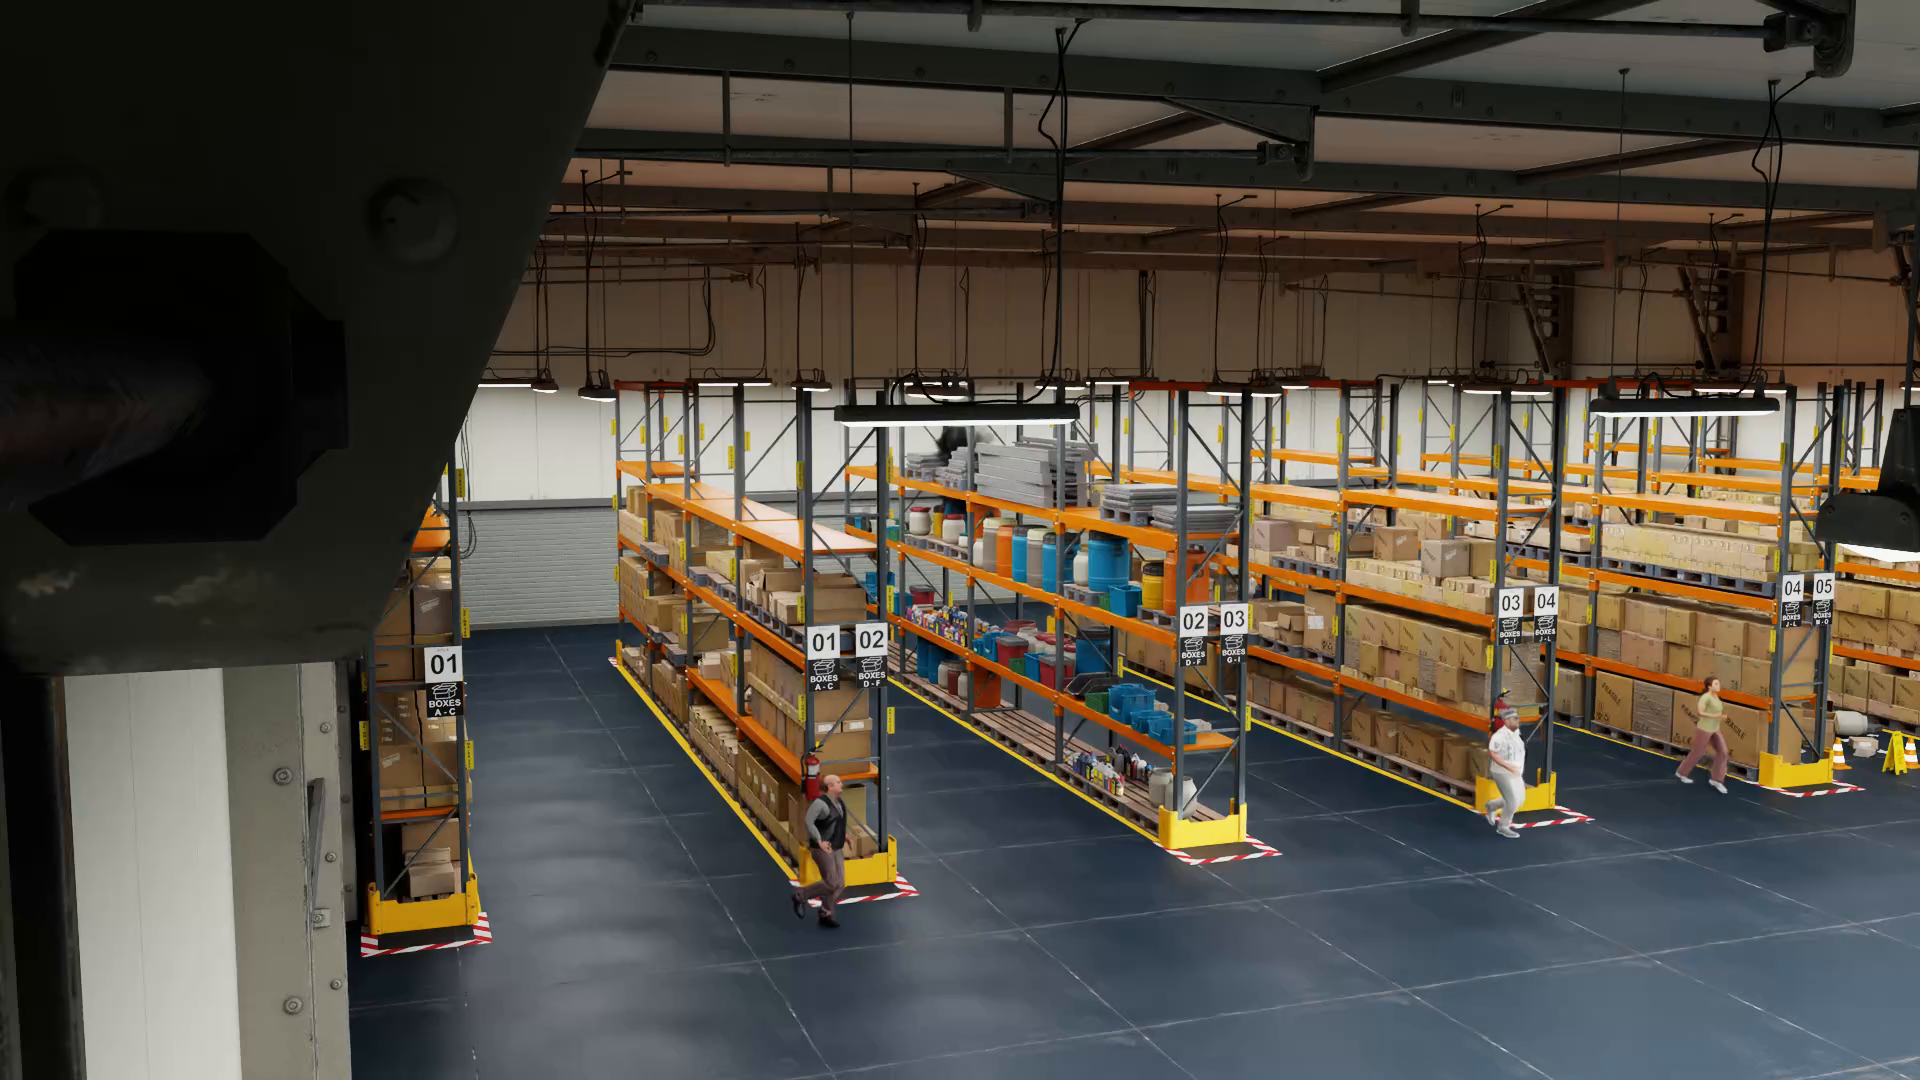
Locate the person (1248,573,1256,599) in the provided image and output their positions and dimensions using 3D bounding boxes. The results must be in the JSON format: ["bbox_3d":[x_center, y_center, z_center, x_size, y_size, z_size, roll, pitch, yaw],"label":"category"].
[{"bbox_3d":[6.375,1.541,37.729,0.748,1.710,1.068,-2,6,-17],"label":"person"}]

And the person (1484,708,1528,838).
[{"bbox_3d":[7.340,3.102,22.413,0.678,1.742,0.627,-6,8,-44],"label":"person"}]

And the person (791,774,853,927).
[{"bbox_3d":[-1.535,3.503,18.972,0.588,1.669,0.725,3,7,24],"label":"person"}]

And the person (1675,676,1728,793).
[{"bbox_3d":[11.147,2.875,24.840,0.572,1.714,0.777,-5,8,-37],"label":"person"}]
